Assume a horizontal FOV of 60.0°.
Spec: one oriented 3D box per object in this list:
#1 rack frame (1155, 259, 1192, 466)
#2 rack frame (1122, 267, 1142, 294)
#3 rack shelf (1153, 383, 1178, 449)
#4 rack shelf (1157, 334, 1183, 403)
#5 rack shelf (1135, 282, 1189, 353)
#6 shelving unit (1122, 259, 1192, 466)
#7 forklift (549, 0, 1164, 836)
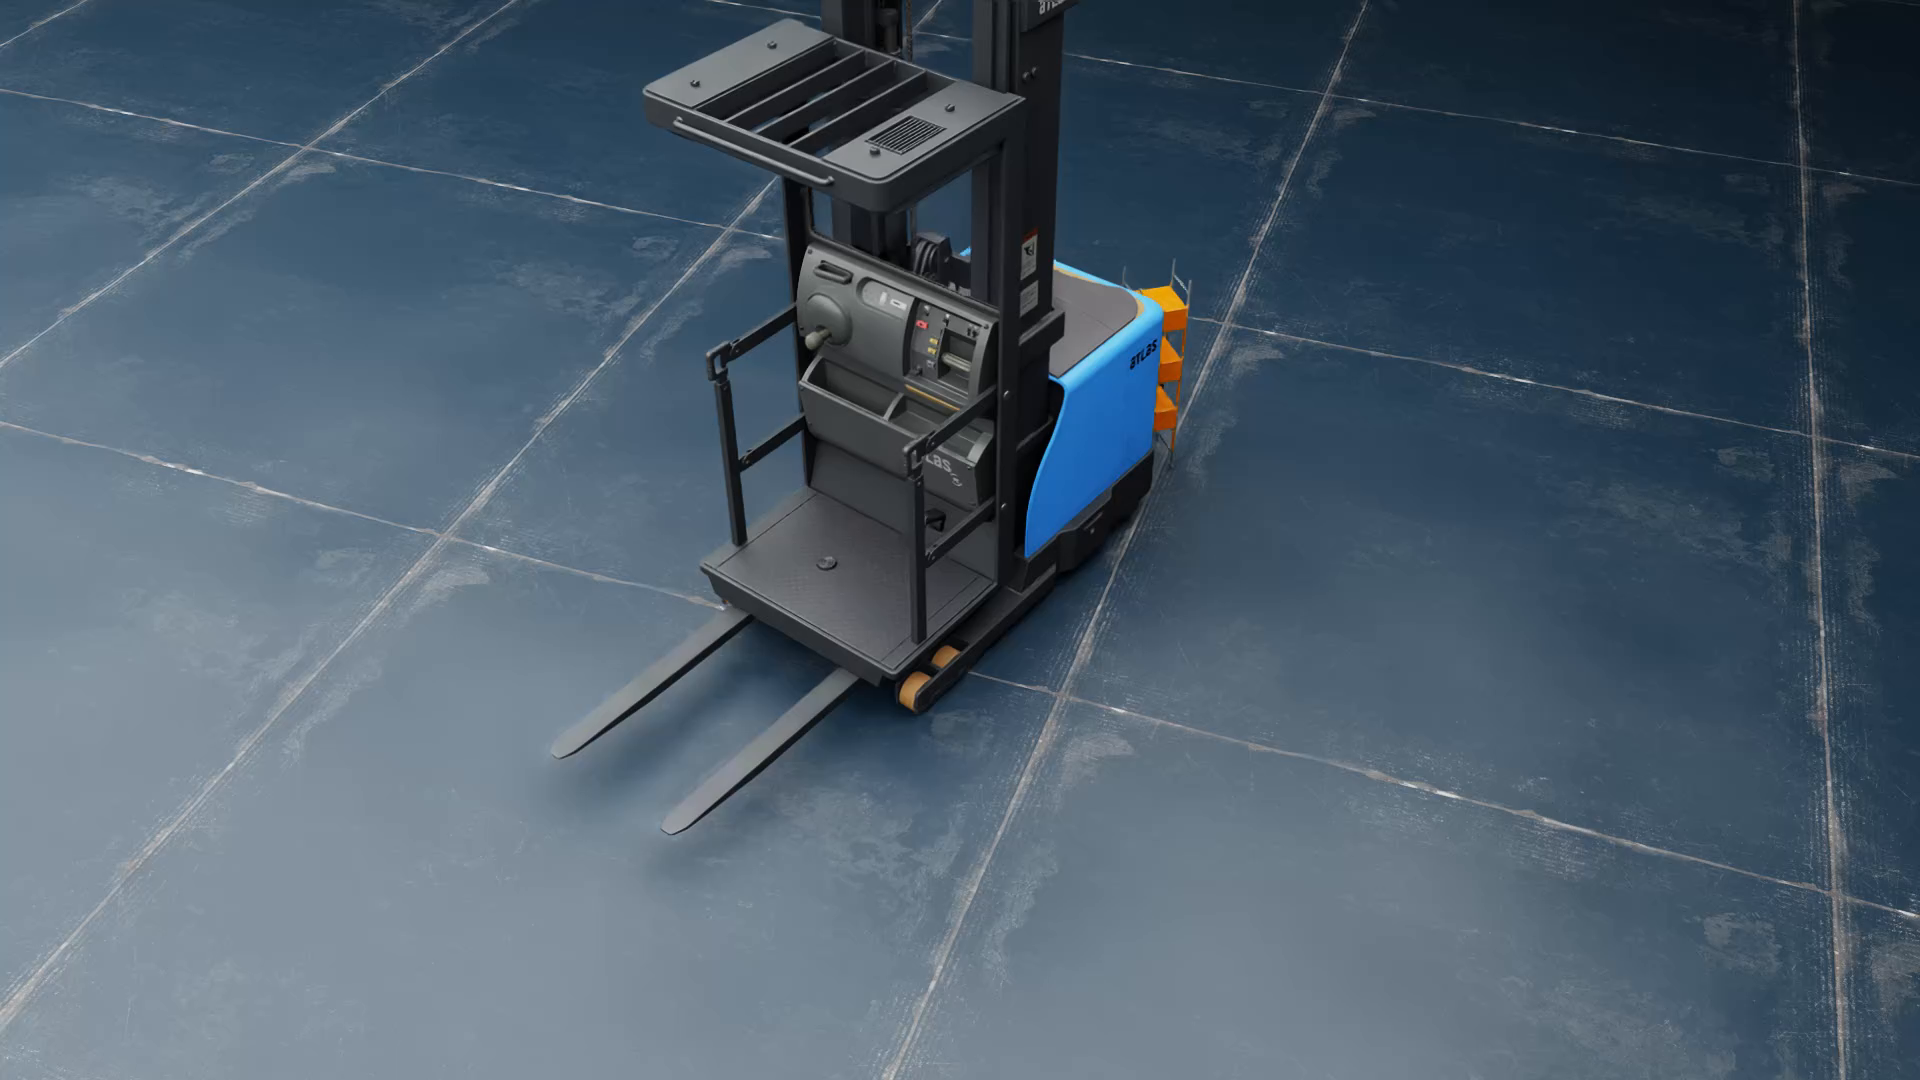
[{"bbox_3d":[1.006,-0.822,7.858,0.008,1.050,0.200,-11,42,-13],"label":"rack frame"},{"bbox_3d":[0.773,-0.775,7.802,0.008,1.050,0.200,-11,42,-13],"label":"rack frame"},{"bbox_3d":[0.889,-0.579,8.017,0.240,0.259,0.215,-11,42,-13],"label":"rack shelf"},{"bbox_3d":[0.890,-0.790,7.837,0.240,0.259,0.215,-11,42,-13],"label":"rack shelf"},{"bbox_3d":[0.890,-1.006,7.653,0.240,0.259,0.215,-11,42,-13],"label":"rack shelf"},{"bbox_3d":[0.890,-0.798,7.830,0.252,1.050,0.215,-11,42,-13],"label":"shelving unit"},{"bbox_3d":[-0.393,-0.771,6.349,1.130,2.935,3.031,27,47,28],"label":"forklift"}]
